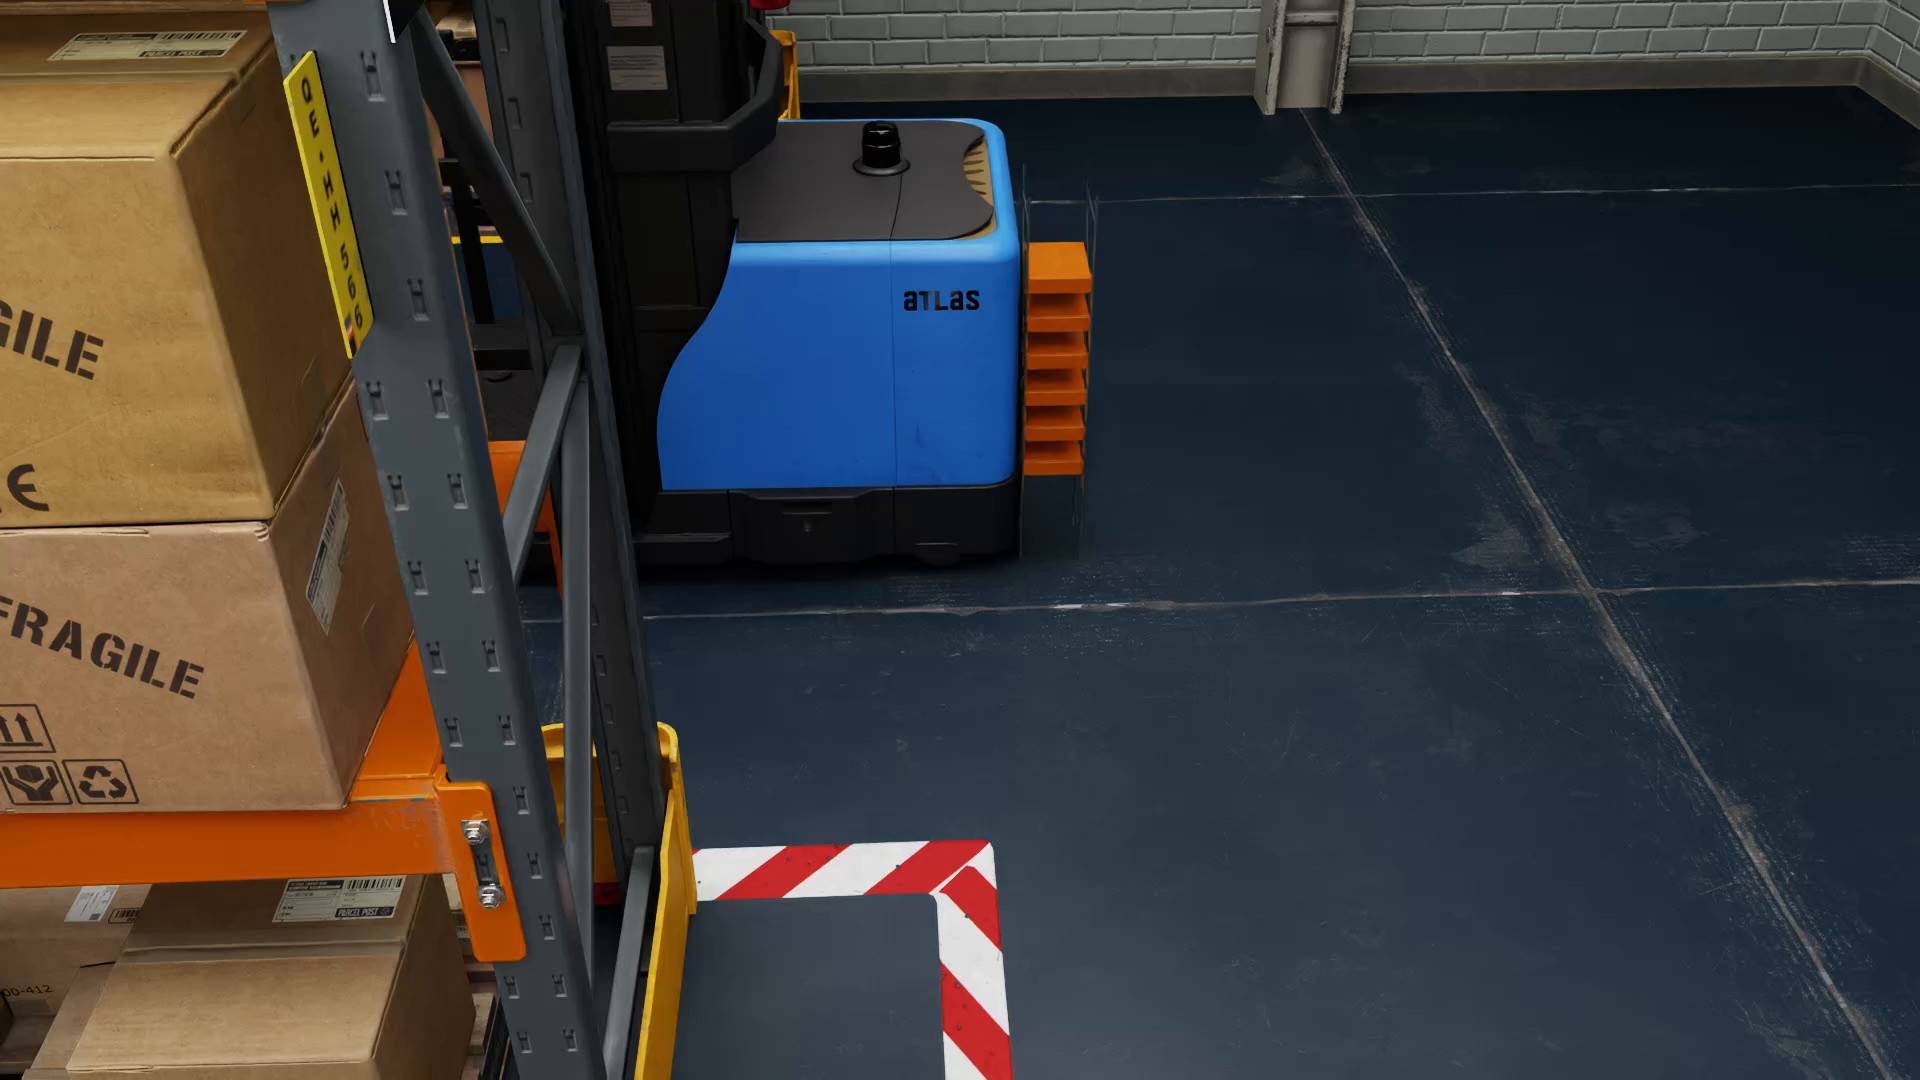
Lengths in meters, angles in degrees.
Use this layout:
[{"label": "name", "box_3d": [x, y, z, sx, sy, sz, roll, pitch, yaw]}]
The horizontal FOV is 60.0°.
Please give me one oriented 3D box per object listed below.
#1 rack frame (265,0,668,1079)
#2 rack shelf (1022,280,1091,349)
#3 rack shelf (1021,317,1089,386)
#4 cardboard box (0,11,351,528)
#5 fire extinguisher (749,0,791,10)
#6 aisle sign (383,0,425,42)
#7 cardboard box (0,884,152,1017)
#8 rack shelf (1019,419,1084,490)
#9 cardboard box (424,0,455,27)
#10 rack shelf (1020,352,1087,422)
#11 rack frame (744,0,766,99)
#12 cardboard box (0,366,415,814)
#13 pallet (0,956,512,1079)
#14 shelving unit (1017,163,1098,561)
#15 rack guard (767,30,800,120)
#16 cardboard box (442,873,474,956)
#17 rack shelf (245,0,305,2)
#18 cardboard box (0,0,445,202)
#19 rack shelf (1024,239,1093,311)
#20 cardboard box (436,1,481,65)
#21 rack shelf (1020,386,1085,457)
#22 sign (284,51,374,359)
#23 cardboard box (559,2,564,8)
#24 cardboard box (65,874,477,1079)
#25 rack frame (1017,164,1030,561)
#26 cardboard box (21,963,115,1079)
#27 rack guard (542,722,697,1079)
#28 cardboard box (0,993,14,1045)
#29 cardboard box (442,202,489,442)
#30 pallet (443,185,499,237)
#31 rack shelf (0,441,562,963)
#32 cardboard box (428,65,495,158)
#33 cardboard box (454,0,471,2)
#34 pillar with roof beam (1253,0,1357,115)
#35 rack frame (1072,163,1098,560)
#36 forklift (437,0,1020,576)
[{"label": "rack frame", "box_3d": [-0.705, -0.077, 2.726, 0.127, 3.000, 1.000, -2, 35, -2]}, {"label": "rack shelf", "box_3d": [0.275, -0.657, 4.802, 0.180, 0.103, 0.258, -1, 35, -1]}, {"label": "rack shelf", "box_3d": [0.275, -0.559, 4.870, 0.180, 0.103, 0.258, -1, 35, -1]}, {"label": "cardboard box", "box_3d": [-1.137, -0.361, 2.170, 0.500, 0.500, 0.500, -2, 35, -3]}, {"label": "fire extinguisher", "box_3d": [-0.771, -2.450, 6.550, 0.183, 0.674, 0.296, -2, 35, -2]}, {"label": "aisle sign", "box_3d": [-0.623, -0.974, 1.737, 0.004, 0.787, 0.394, -2, 35, -2]}, {"label": "cardboard box", "box_3d": [-1.761, 0.739, 3.576, 0.500, 0.250, 0.500, -2, 35, -2]}, {"label": "rack shelf", "box_3d": [0.275, -0.263, 5.075, 0.180, 0.103, 0.258, -1, 35, -1]}, {"label": "cardboard box", "box_3d": [-2.278, -2.326, 7.232, 0.250, 0.149, 0.380, -1, 35, -2]}, {"label": "rack shelf", "box_3d": [0.275, -0.460, 4.939, 0.180, 0.103, 0.258, -1, 35, -1]}, {"label": "rack frame", "box_3d": [-0.943, -2.893, 6.795, 0.127, 3.000, 1.000, -2, 35, -2]}, {"label": "cardboard box", "box_3d": [-1.140, 0.048, 2.457, 0.500, 0.500, 0.500, -1, 35, -1]}, {"label": "pallet", "box_3d": [-1.577, 1.093, 3.485, 1.213, 0.211, 1.003, -2, 35, -2]}, {"label": "shelving unit", "box_3d": [0.275, -0.497, 4.913, 0.189, 1.200, 0.258, -1, 35, -1]}, {"label": "rack guard", "box_3d": [-0.919, -1.866, 7.507, 0.348, 0.500, 1.175, -2, 35, -2]}, {"label": "cardboard box", "box_3d": [-1.140, 0.730, 3.678, 0.250, 0.149, 0.380, -2, 35, -2]}, {"label": "rack shelf", "box_3d": [-2.703, -0.961, 1.999, 4.000, 0.370, 1.077, -2, 35, -2]}, {"label": "cardboard box", "box_3d": [-1.161, -0.668, 2.612, 0.500, 0.500, 0.500, -1, 35, -1]}, {"label": "rack shelf", "box_3d": [0.275, -0.756, 4.734, 0.180, 0.103, 0.258, -1, 35, -1]}, {"label": "cardboard box", "box_3d": [-2.013, -2.115, 6.927, 0.250, 0.149, 0.380, -1, 35, -1]}, {"label": "rack shelf", "box_3d": [0.275, -0.361, 5.007, 0.180, 0.103, 0.258, -1, 35, -1]}, {"label": "sign", "box_3d": [-0.699, -0.368, 1.850, 0.005, 0.325, 0.100, -2, 35, -2]}, {"label": "cardboard box", "box_3d": [-1.758, -2.122, 6.938, 0.250, 0.149, 0.380, -2, 35, -3]}, {"label": "cardboard box", "box_3d": [-1.237, 0.924, 3.089, 0.500, 0.500, 0.500, -2, 35, -2]}, {"label": "rack frame", "box_3d": [0.183, -0.495, 4.911, 0.006, 1.200, 0.240, -1, 35, -1]}, {"label": "cardboard box", "box_3d": [-1.645, 1.021, 3.242, 0.250, 0.166, 0.380, -2, 35, -2]}, {"label": "rack guard", "box_3d": [-0.781, 0.952, 3.434, 0.348, 0.500, 1.175, -2, 35, -2]}, {"label": "cardboard box", "box_3d": [-2.187, 1.035, 3.148, 0.500, 0.250, 0.500, -2, 35, -2]}, {"label": "cardboard box", "box_3d": [-1.161, -0.257, 2.897, 0.500, 0.500, 0.500, -1, 35, -1]}, {"label": "pallet", "box_3d": [-1.738, -1.681, 7.493, 1.213, 0.211, 1.003, -2, 35, -2]}, {"label": "rack shelf", "box_3d": [-2.703, 0.272, 2.853, 4.000, 0.370, 1.077, -2, 35, -2]}, {"label": "cardboard box", "box_3d": [-2.138, -1.949, 7.258, 0.500, 0.500, 0.700, -2, 35, -2]}, {"label": "cardboard box", "box_3d": [-2.028, -2.332, 7.241, 0.250, 0.149, 0.380, -1, 35, -2]}, {"label": "pillar with roof beam", "box_3d": [1.916, -3.477, 2.367, 0.400, 9.000, 9.100, -2, 35, -2]}, {"label": "rack frame", "box_3d": [0.366, -0.498, 4.915, 0.006, 1.200, 0.240, -1, 35, -1]}, {"label": "forklift", "box_3d": [-1.347, -1.380, 4.668, 3.031, 2.935, 1.130, -1, 35, -1]}]
